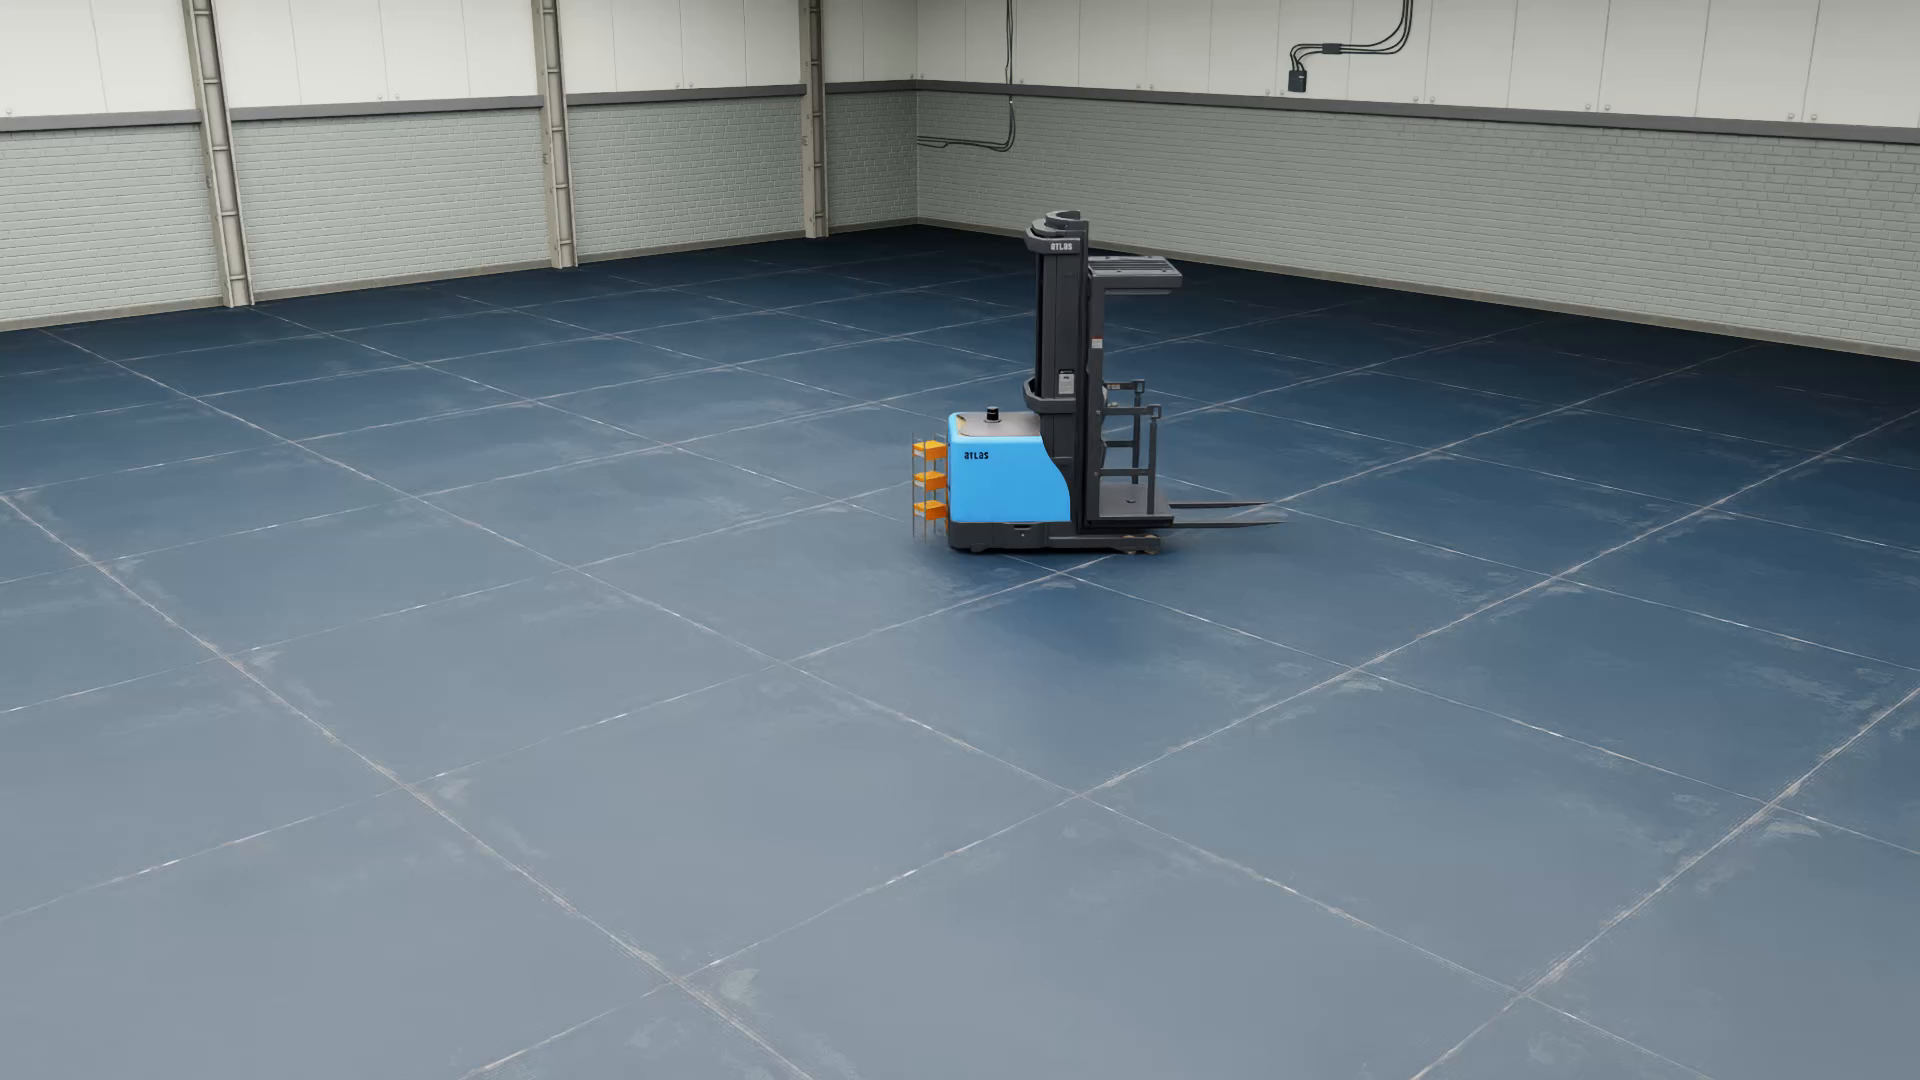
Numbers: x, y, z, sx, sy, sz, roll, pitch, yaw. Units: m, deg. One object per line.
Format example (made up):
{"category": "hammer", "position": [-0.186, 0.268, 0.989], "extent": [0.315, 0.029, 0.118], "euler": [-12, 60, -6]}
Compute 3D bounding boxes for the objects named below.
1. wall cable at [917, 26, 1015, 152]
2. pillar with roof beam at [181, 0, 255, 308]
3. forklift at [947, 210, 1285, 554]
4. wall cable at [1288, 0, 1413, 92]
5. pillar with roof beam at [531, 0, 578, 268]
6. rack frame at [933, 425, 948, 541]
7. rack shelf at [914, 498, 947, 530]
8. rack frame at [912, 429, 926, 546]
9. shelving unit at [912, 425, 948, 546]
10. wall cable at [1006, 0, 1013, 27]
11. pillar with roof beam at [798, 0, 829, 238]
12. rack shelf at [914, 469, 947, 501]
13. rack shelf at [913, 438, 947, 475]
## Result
{"category": "wall cable", "position": [0.045, -9.497, 34.986], "extent": [0.112, 2.526, 3.097], "euler": [-16, 24, -41]}
{"category": "pillar with roof beam", "position": [-8.766, -7.139, 22.677], "extent": [0.400, 9.000, 9.100], "euler": [-16, 24, -41]}
{"category": "forklift", "position": [1.410, -1.431, 14.910], "extent": [3.031, 2.935, 1.130], "euler": [-1, 18, -2]}
{"category": "wall cable", "position": [6.555, -10.461, 27.410], "extent": [0.169, 6.003, 2.305], "euler": [-16, 24, -41]}
{"category": "pillar with roof beam", "position": [-4.407, -8.410, 26.599], "extent": [0.400, 9.000, 9.100], "euler": [-16, 24, -41]}
{"category": "rack frame", "position": [-0.177, -0.514, 15.132], "extent": [0.008, 1.050, 0.200], "euler": [-13, 22, -35]}
{"category": "rack shelf", "position": [-0.274, -0.216, 15.150], "extent": [0.240, 0.259, 0.215], "euler": [-13, 22, -35]}
{"category": "rack frame", "position": [-0.371, -0.468, 14.991], "extent": [0.008, 1.050, 0.200], "euler": [-13, 22, -35]}
{"category": "shelving unit", "position": [-0.274, -0.491, 15.061], "extent": [0.252, 1.050, 0.215], "euler": [-13, 22, -35]}
{"category": "wall cable", "position": [1.903, -11.293, 32.337], "extent": [0.112, 2.526, 3.097], "euler": [-16, 24, -41]}
{"category": "pillar with roof beam", "position": [-0.047, -9.681, 30.520], "extent": [0.400, 9.000, 9.100], "euler": [-16, 24, -41]}
{"category": "rack shelf", "position": [-0.274, -0.481, 15.065], "extent": [0.240, 0.259, 0.215], "euler": [-13, 22, -35]}
{"category": "rack shelf", "position": [-0.274, -0.751, 14.977], "extent": [0.240, 0.259, 0.215], "euler": [-13, 22, -35]}
